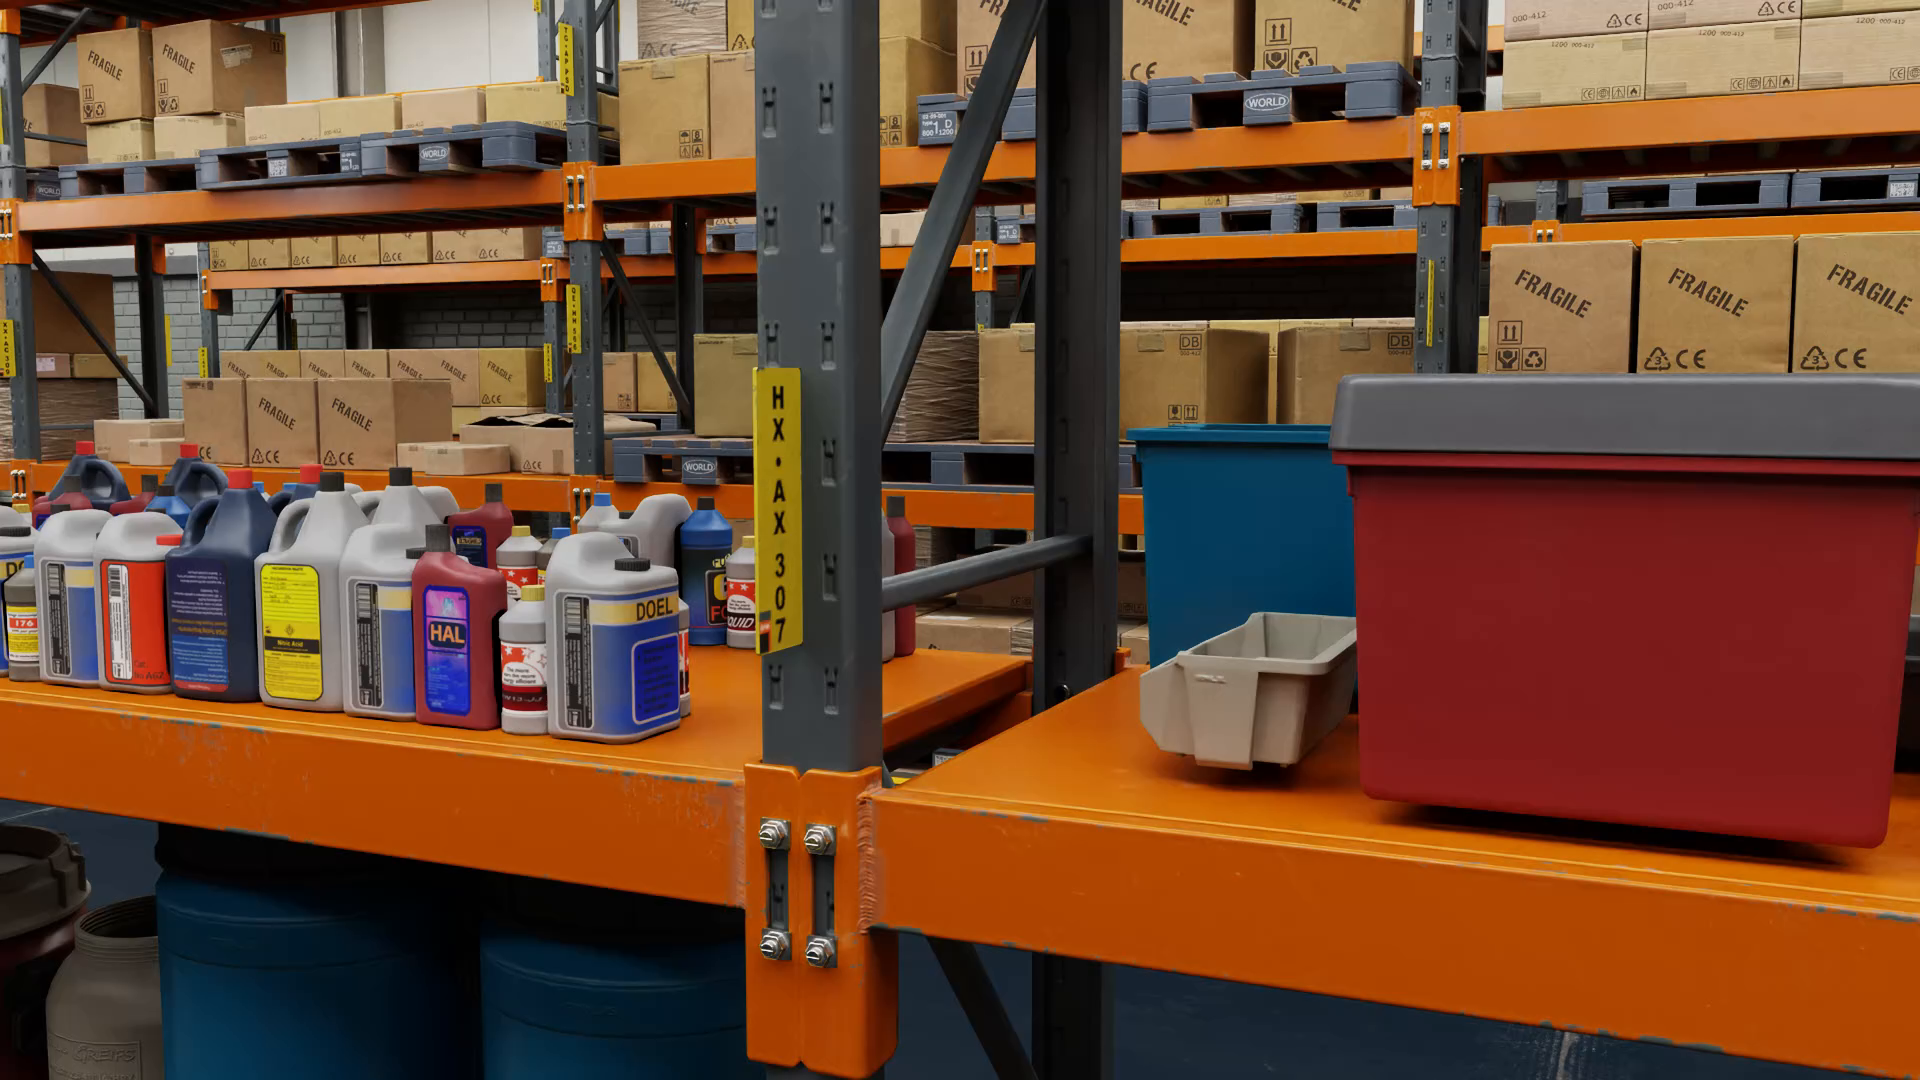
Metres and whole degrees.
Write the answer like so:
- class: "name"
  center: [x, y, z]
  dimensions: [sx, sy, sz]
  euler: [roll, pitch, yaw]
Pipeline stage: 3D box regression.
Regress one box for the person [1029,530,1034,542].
- class: "person"
  center: [0.707, -0.158, 10.835]
  dimensions: [0.608, 1.809, 0.441]
  euler: [2, 6, 24]
